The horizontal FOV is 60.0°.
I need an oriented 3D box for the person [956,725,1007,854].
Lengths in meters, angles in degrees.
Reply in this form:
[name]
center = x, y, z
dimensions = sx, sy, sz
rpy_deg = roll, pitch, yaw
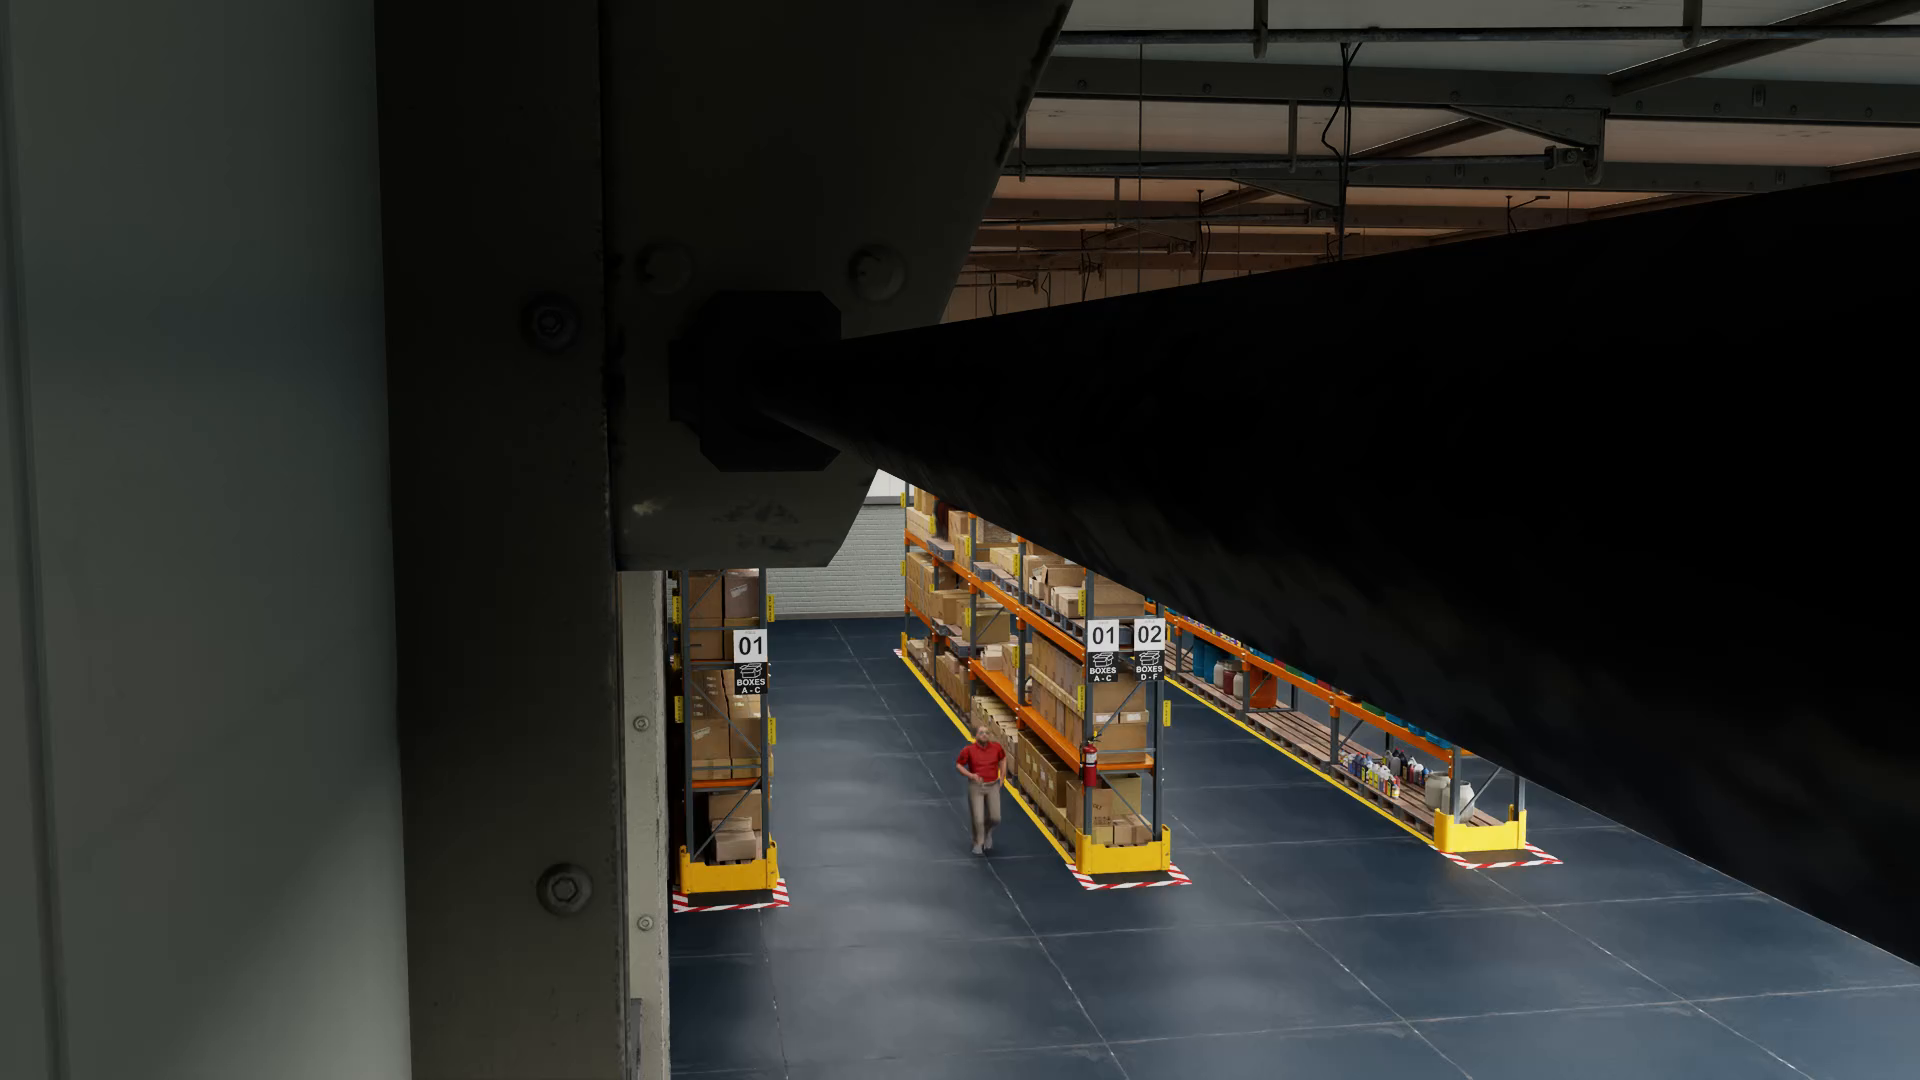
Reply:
[person]
center = 0.305, 3.245, 21.603
dimensions = 0.706, 1.694, 0.547
rpy_deg = -1, 6, -13
